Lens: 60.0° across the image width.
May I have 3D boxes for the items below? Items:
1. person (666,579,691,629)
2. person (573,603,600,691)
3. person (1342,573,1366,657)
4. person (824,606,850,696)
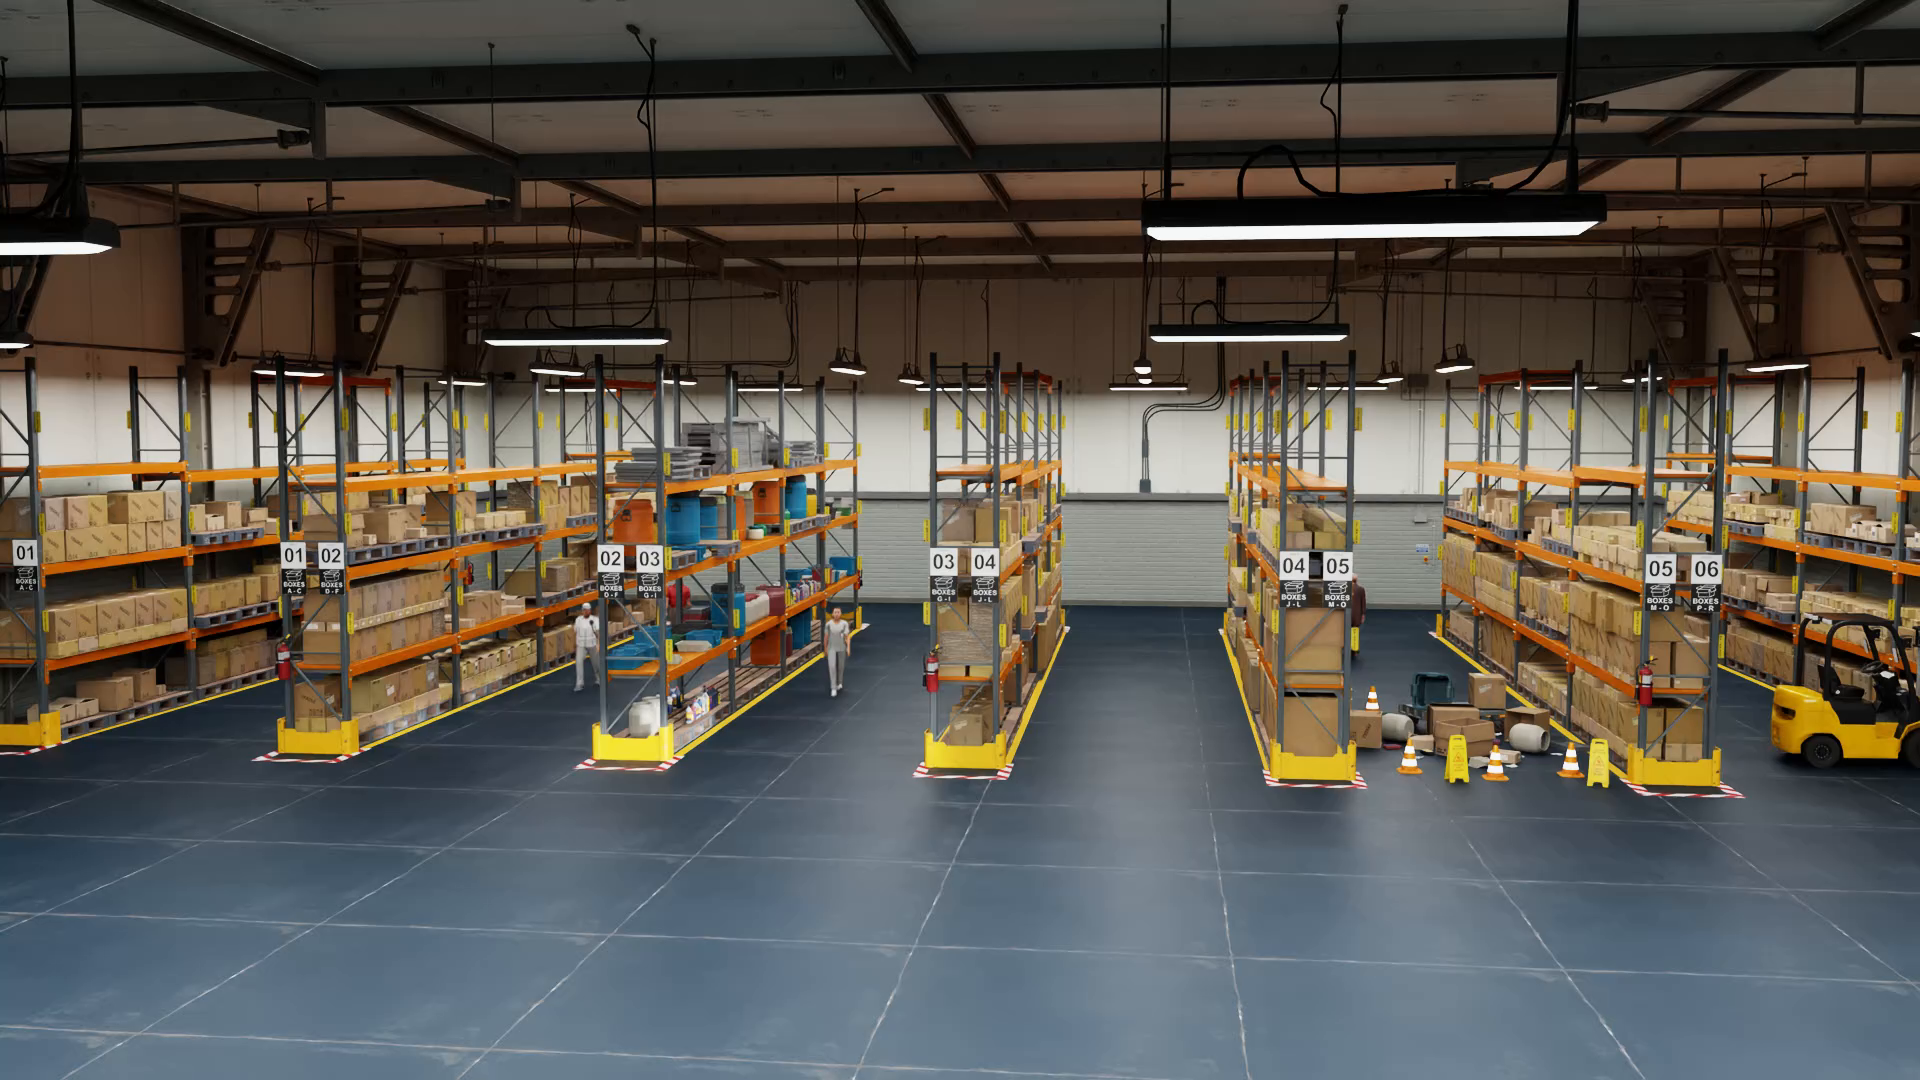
[{"bbox_3d":[-6.193,1.584,36.396,0.553,1.664,1.099,0,4,4],"label":"person"},{"bbox_3d":[-6.985,1.977,31.187,0.562,1.602,1.021,0,4,5],"label":"person"},{"bbox_3d":[8.394,1.599,35.501,0.638,1.779,0.531,-1,4,-20],"label":"person"},{"bbox_3d":[-2.262,2.010,30.556,0.475,1.600,1.097,-1,4,-9],"label":"person"}]
